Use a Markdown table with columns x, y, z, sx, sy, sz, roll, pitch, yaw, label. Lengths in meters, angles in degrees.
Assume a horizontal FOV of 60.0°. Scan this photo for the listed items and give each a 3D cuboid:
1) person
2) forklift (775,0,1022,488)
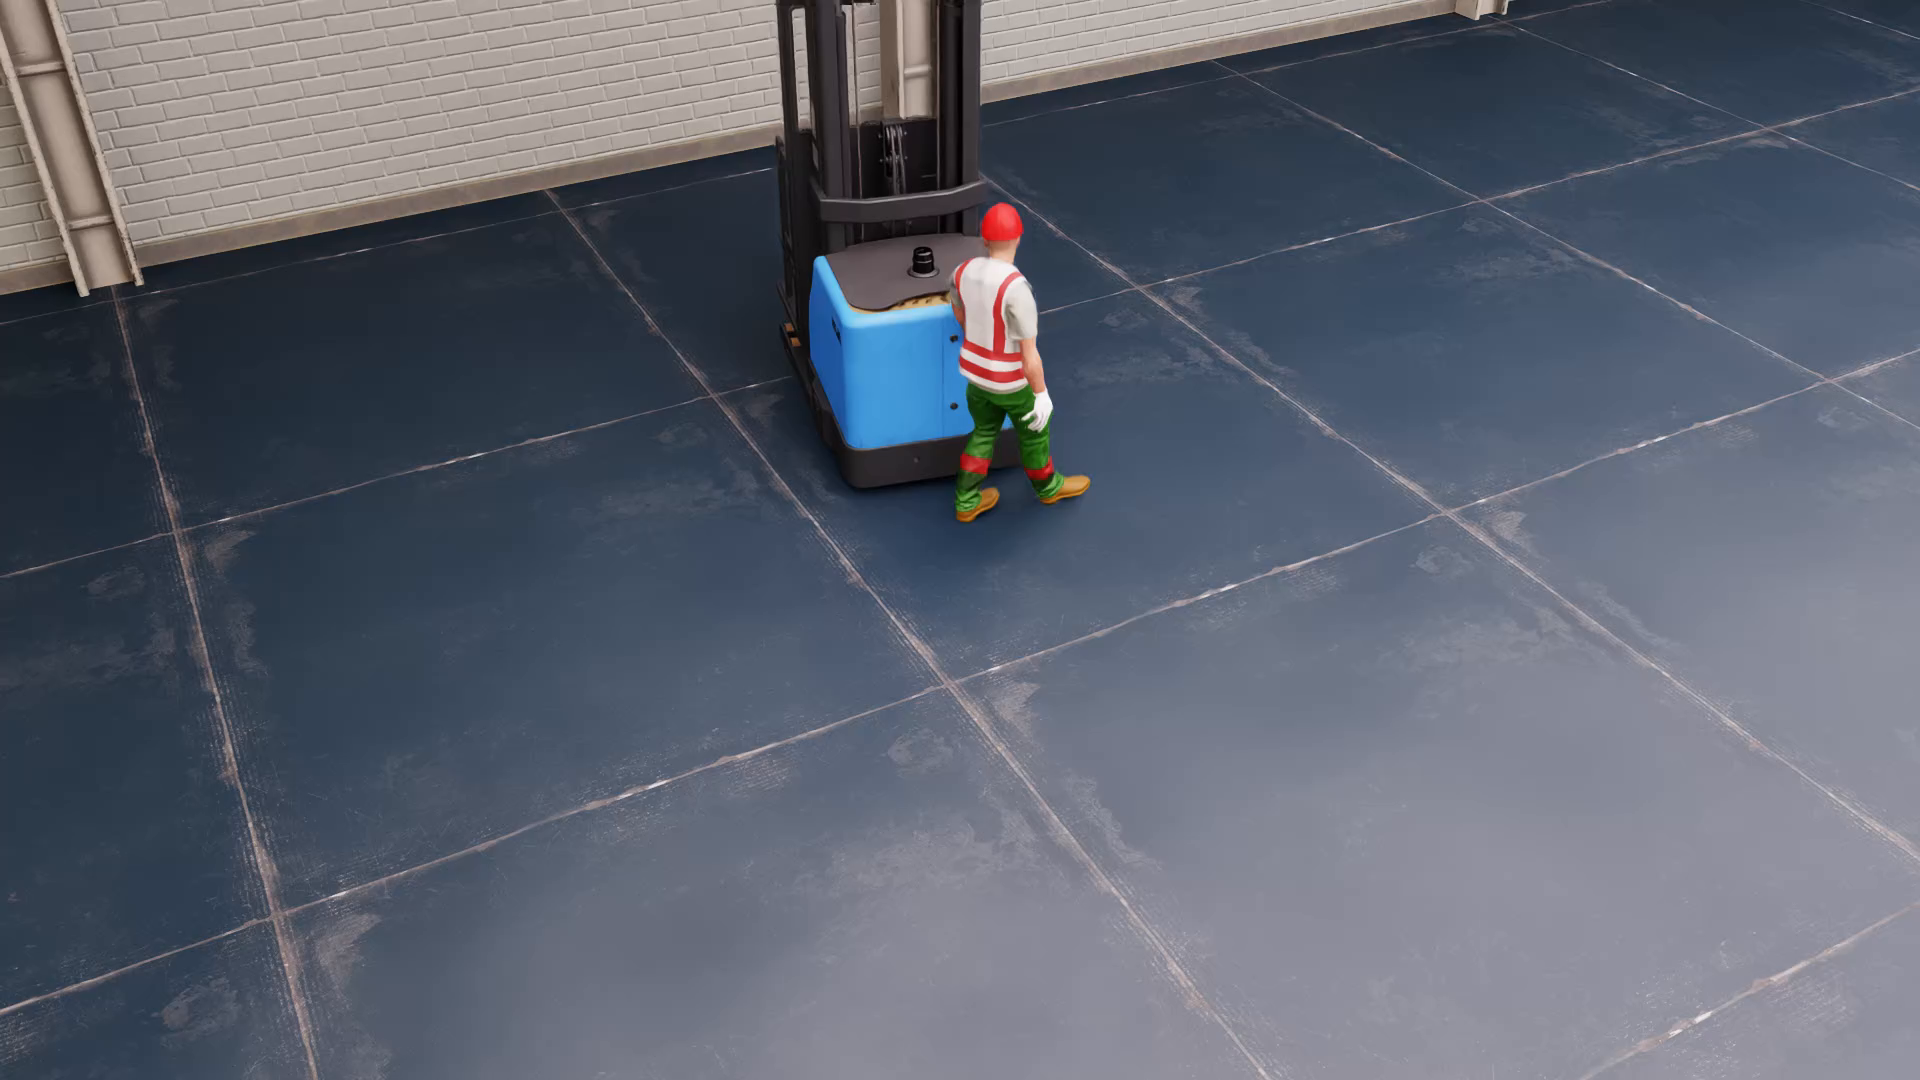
| x | y | z | sx | sy | sz | roll | pitch | yaw | label |
| --- | --- | --- | --- | --- | --- | --- | --- | --- | --- |
| 0.315 | -0.903 | 8.441 | 0.715 | 1.745 | 0.781 | -30 | 45 | -35 | person |
| -0.493 | -2.326 | 9.413 | 1.130 | 2.935 | 3.031 | -9 | 36 | -13 | forklift |
